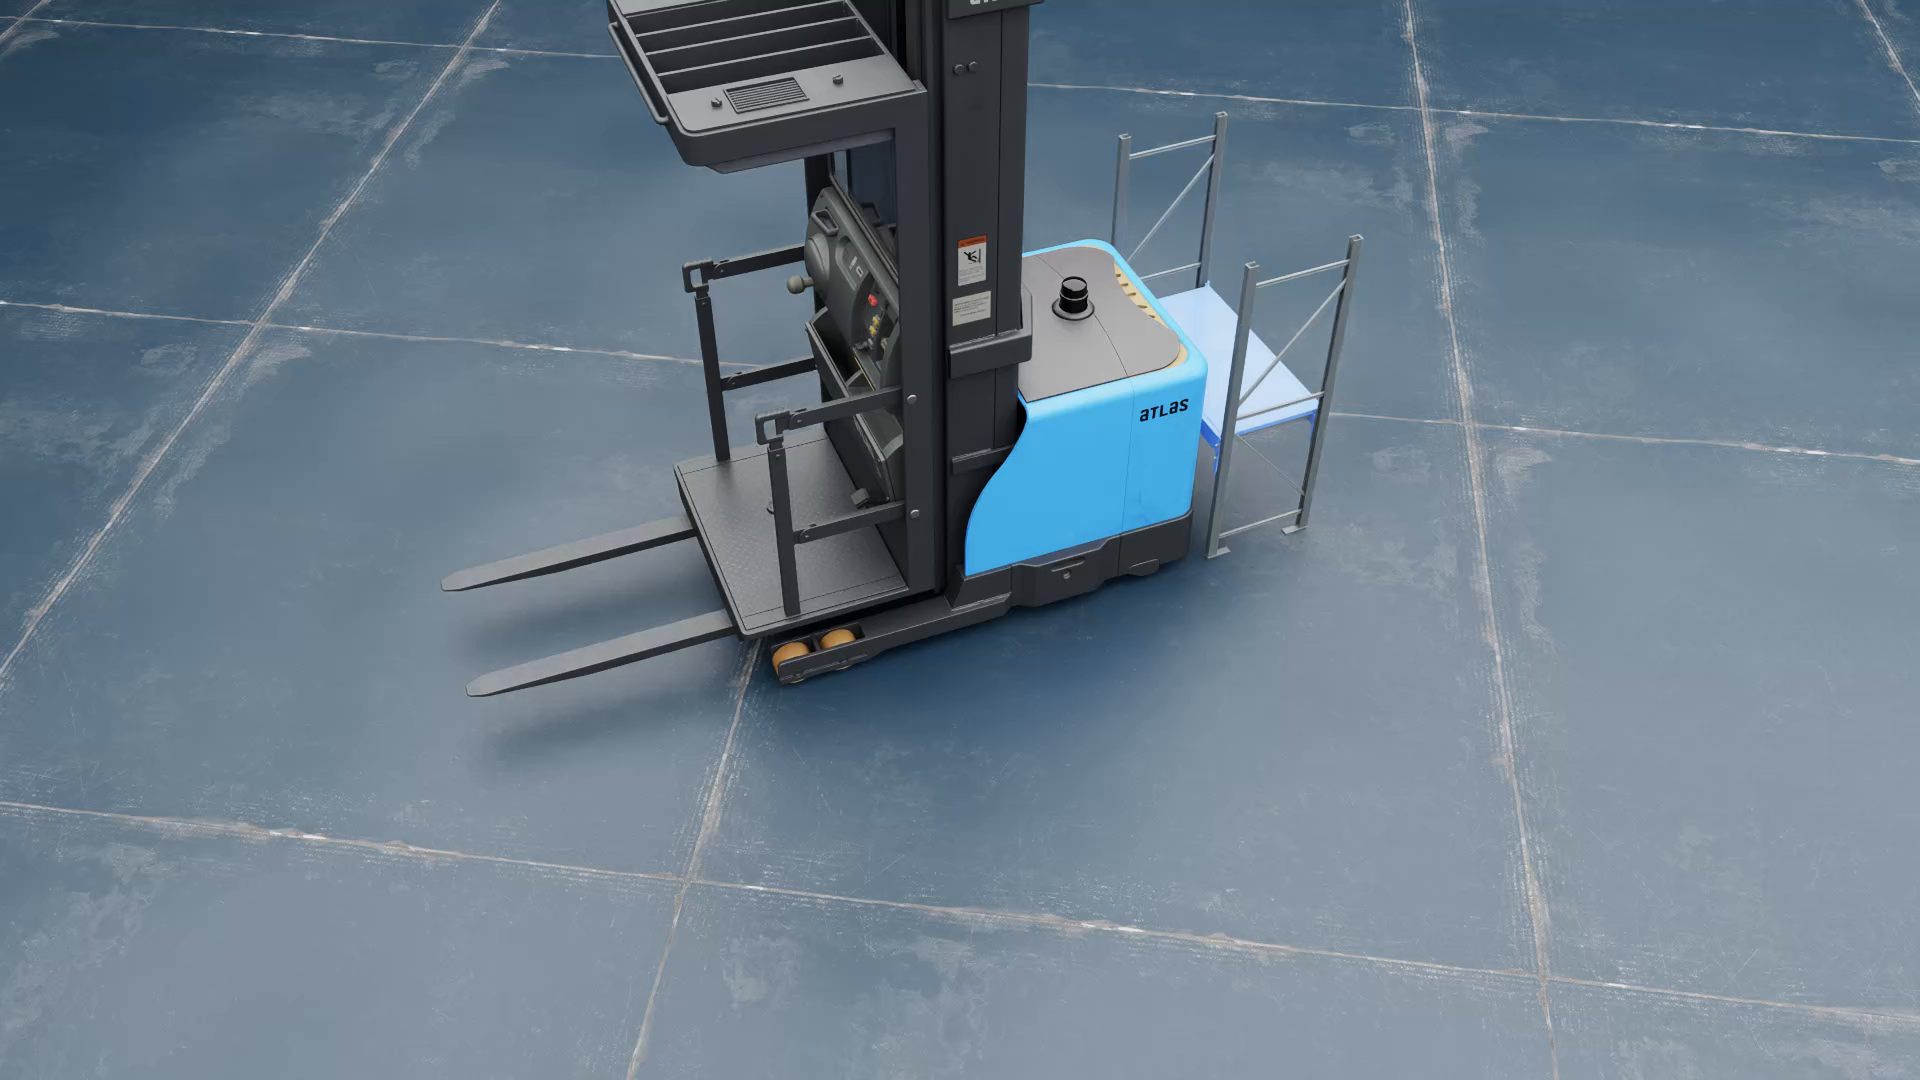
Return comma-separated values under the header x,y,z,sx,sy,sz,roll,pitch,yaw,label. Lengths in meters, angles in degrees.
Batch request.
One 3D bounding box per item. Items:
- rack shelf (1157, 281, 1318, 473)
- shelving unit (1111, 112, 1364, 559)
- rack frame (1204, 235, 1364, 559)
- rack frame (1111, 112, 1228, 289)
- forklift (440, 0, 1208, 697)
x,y,z,sx,sy,sz,roll,pitch,yaw,label
1.091,-0.729,7.212,0.538,0.185,1.000,-17,46,-17,rack shelf
1.091,-0.859,7.089,0.538,1.500,1.048,-17,46,-17,shelving unit
1.293,-0.539,6.750,0.500,1.500,0.032,-17,46,-17,rack frame
0.888,-1.180,7.427,0.500,1.500,0.032,-17,46,-17,rack frame
-0.586,-0.905,6.096,3.031,2.935,1.130,-15,46,-15,forklift
